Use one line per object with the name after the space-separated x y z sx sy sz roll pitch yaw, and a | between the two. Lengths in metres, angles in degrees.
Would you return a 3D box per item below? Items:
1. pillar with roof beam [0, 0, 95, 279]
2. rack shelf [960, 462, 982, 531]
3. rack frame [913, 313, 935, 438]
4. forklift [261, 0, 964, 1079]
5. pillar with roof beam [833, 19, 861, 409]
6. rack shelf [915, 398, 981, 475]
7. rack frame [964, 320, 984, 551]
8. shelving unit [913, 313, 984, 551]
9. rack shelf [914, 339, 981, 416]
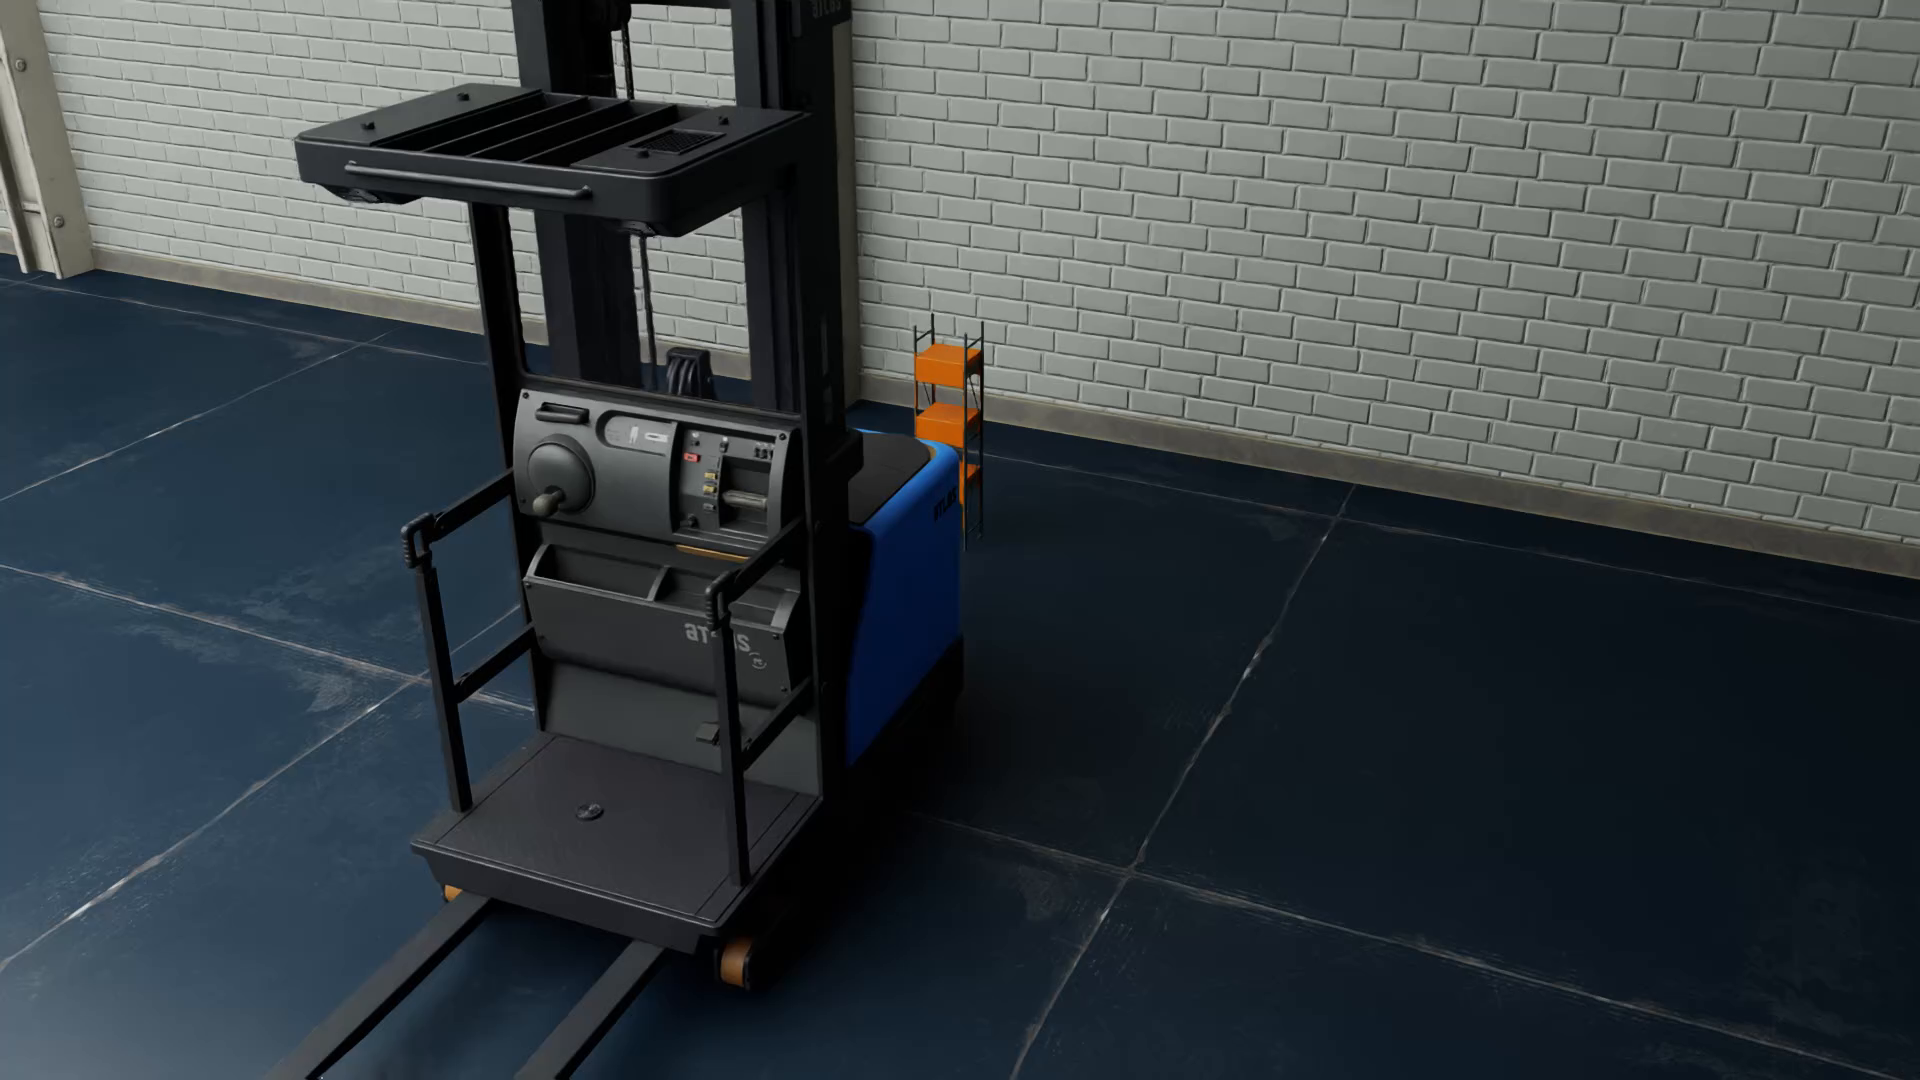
-8.040 -4.186 6.065 0.400 9.000 9.100 11 28 22 | pillar with roof beam
-0.049 -0.222 7.665 0.240 0.259 0.215 11 28 22 | rack shelf
-0.160 -0.503 7.583 0.008 1.050 0.200 11 28 22 | rack frame
-1.007 -0.178 4.793 1.130 2.935 3.031 10 28 20 | forklift
-2.578 -3.089 3.837 0.400 9.000 9.100 11 28 22 | pillar with roof beam
-0.049 -0.471 7.543 0.240 0.259 0.215 11 28 22 | rack shelf
0.062 -0.458 7.493 0.008 1.050 0.200 11 28 22 | rack frame
-0.049 -0.481 7.538 0.252 1.050 0.215 11 28 22 | shelving unit
-0.049 -0.726 7.417 0.240 0.259 0.215 11 28 22 | rack shelf
